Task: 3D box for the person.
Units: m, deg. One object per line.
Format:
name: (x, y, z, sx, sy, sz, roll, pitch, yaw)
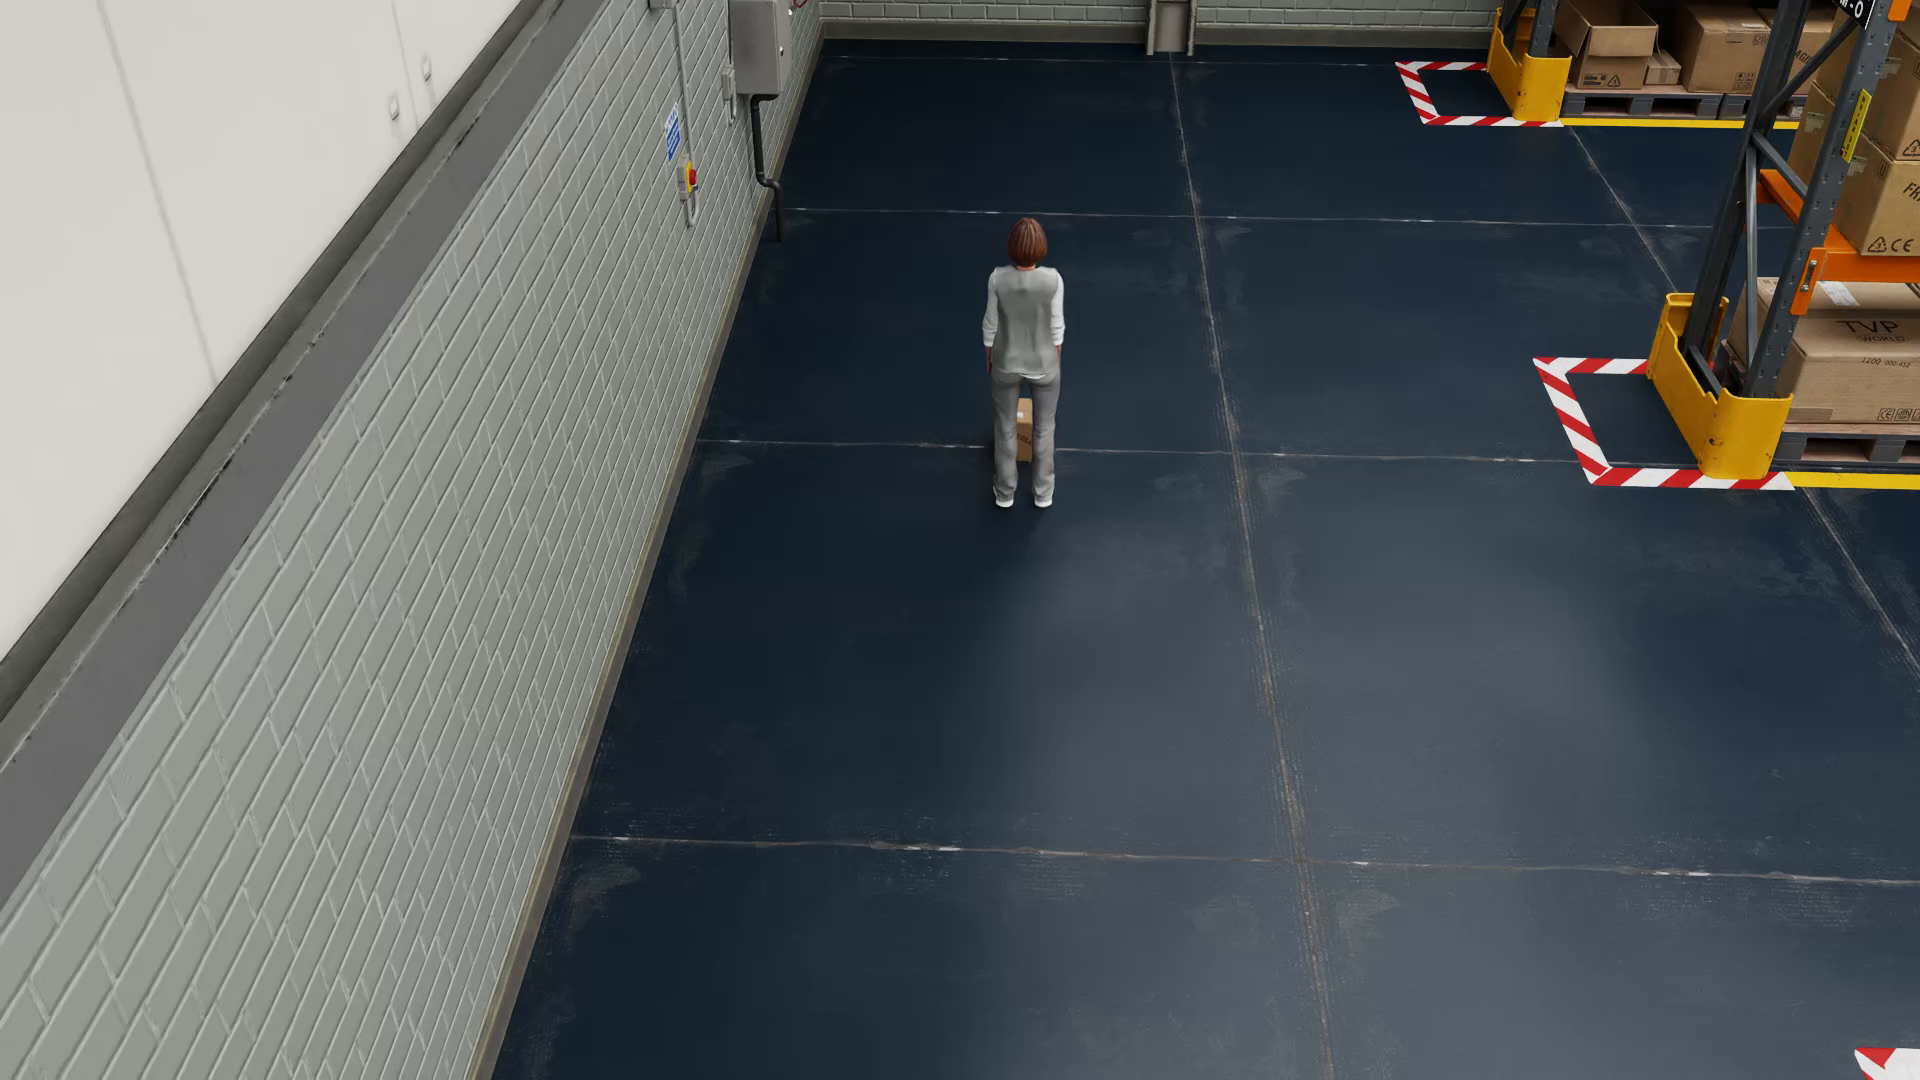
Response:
person: (0.311, -0.872, 8.317, 0.408, 1.596, 0.307, 2, 36, 3)
